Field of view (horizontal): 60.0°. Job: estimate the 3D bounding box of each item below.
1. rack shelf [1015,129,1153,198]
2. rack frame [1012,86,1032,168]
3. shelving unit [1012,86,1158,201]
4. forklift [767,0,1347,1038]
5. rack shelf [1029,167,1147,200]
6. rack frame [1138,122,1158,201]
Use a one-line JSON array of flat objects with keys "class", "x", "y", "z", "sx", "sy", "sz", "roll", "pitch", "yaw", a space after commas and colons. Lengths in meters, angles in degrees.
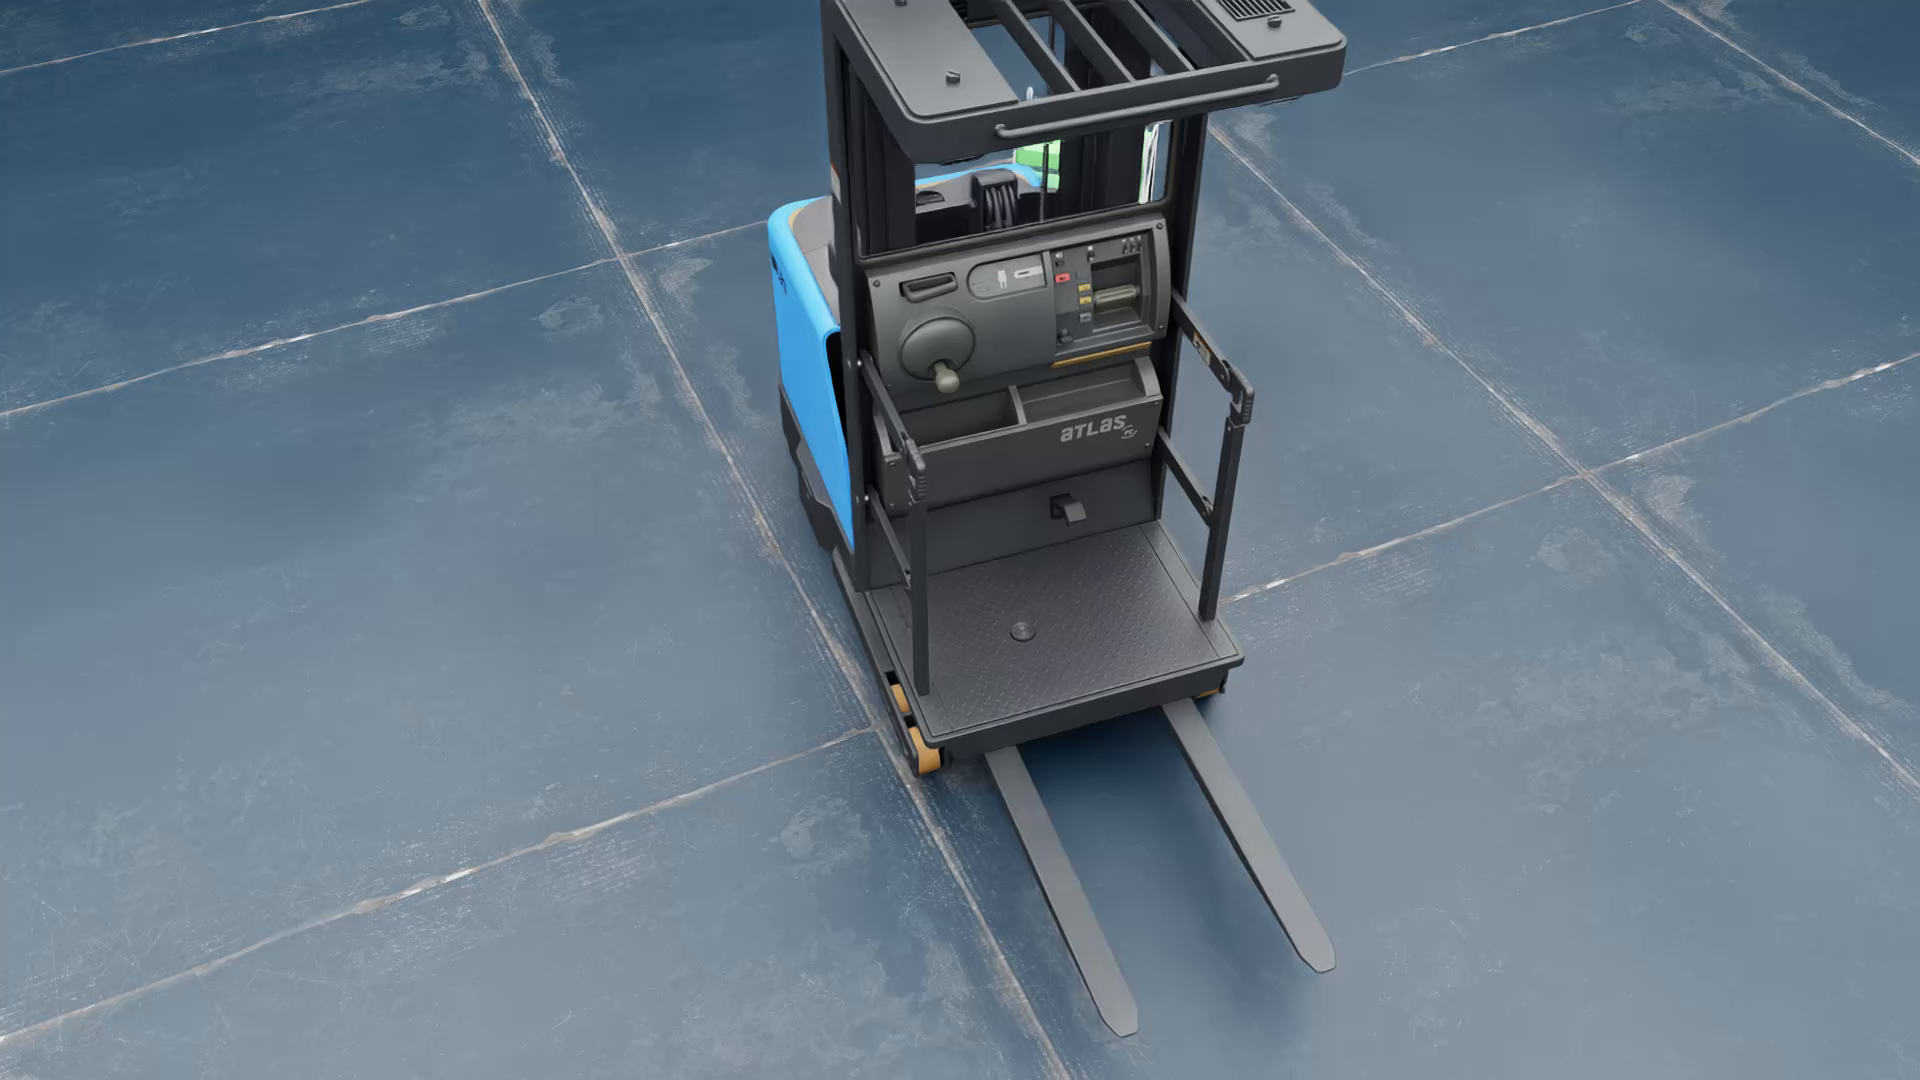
[{"class": "rack shelf", "x": 0.469, "y": -1.454, "z": 6.277, "sx": 0.480, "sy": 0.148, "sz": 0.258, "roll": 11, "pitch": 46, "yaw": 11}, {"class": "rack frame", "x": 0.234, "y": -1.203, "z": 6.615, "sx": 0.015, "sy": 1.200, "sz": 0.240, "roll": 11, "pitch": 46, "yaw": 11}, {"class": "shelving unit", "x": 0.469, "y": -1.158, "z": 6.569, "sx": 0.503, "sy": 1.200, "sz": 0.258, "roll": 11, "pitch": 46, "yaw": 11}, {"class": "forklift", "x": 0.258, "y": -0.603, "z": 4.775, "sx": 1.130, "sy": 2.935, "sz": 3.031, "roll": -14, "pitch": 46, "yaw": -13}, {"class": "rack shelf", "x": 0.469, "y": -1.283, "z": 6.446, "sx": 0.480, "sy": 0.148, "sz": 0.258, "roll": 11, "pitch": 46, "yaw": 11}, {"class": "rack frame", "x": 0.705, "y": -1.113, "z": 6.524, "sx": 0.015, "sy": 1.200, "sz": 0.240, "roll": 11, "pitch": 46, "yaw": 11}]
